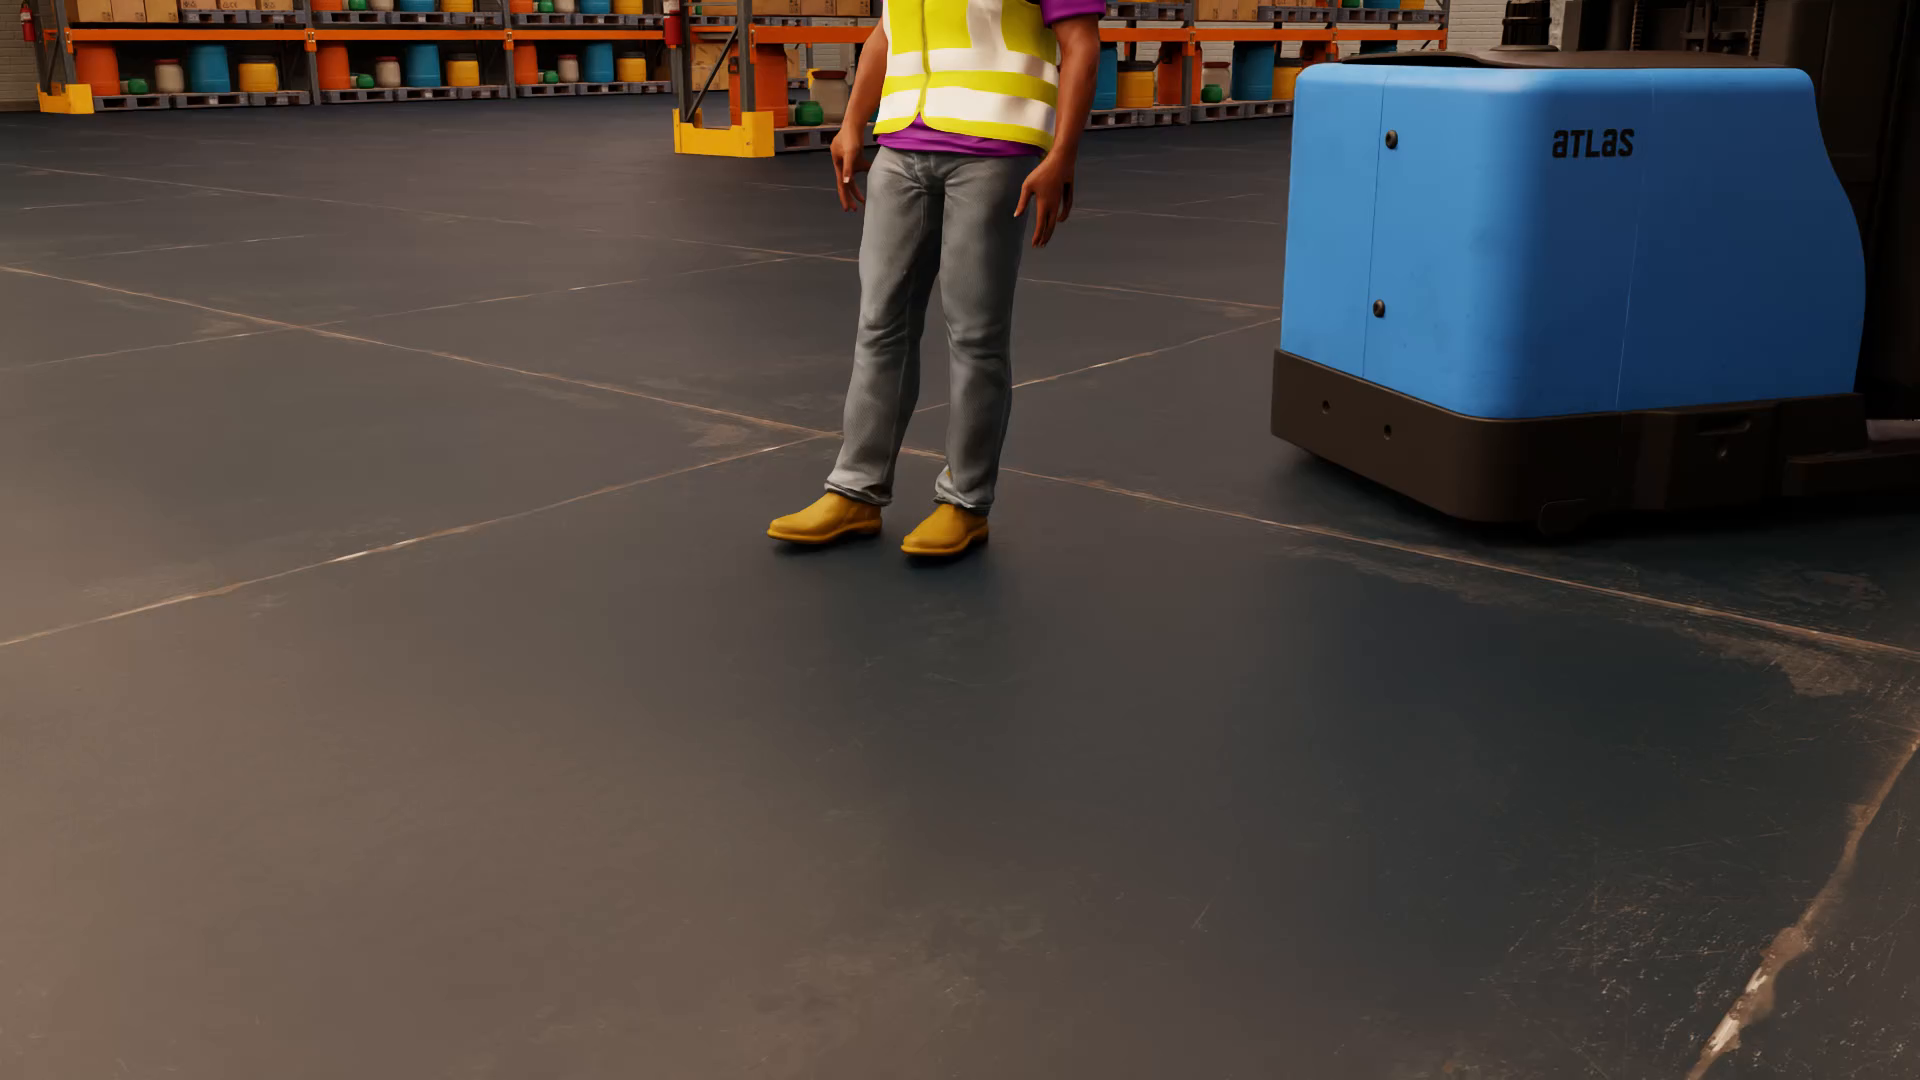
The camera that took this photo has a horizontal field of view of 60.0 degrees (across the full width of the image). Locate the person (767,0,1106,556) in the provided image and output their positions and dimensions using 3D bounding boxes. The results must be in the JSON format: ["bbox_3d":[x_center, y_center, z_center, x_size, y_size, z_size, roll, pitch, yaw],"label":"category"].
[{"bbox_3d":[-0.049,-0.837,3.634,0.665,1.769,0.574,13,21,37],"label":"person"}]

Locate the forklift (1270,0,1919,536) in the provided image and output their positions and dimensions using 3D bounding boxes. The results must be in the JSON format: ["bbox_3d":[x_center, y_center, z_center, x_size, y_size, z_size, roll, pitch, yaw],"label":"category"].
[{"bbox_3d":[2.450,-1.644,4.312,3.031,2.935,1.130,-5,18,-17],"label":"forklift"}]
